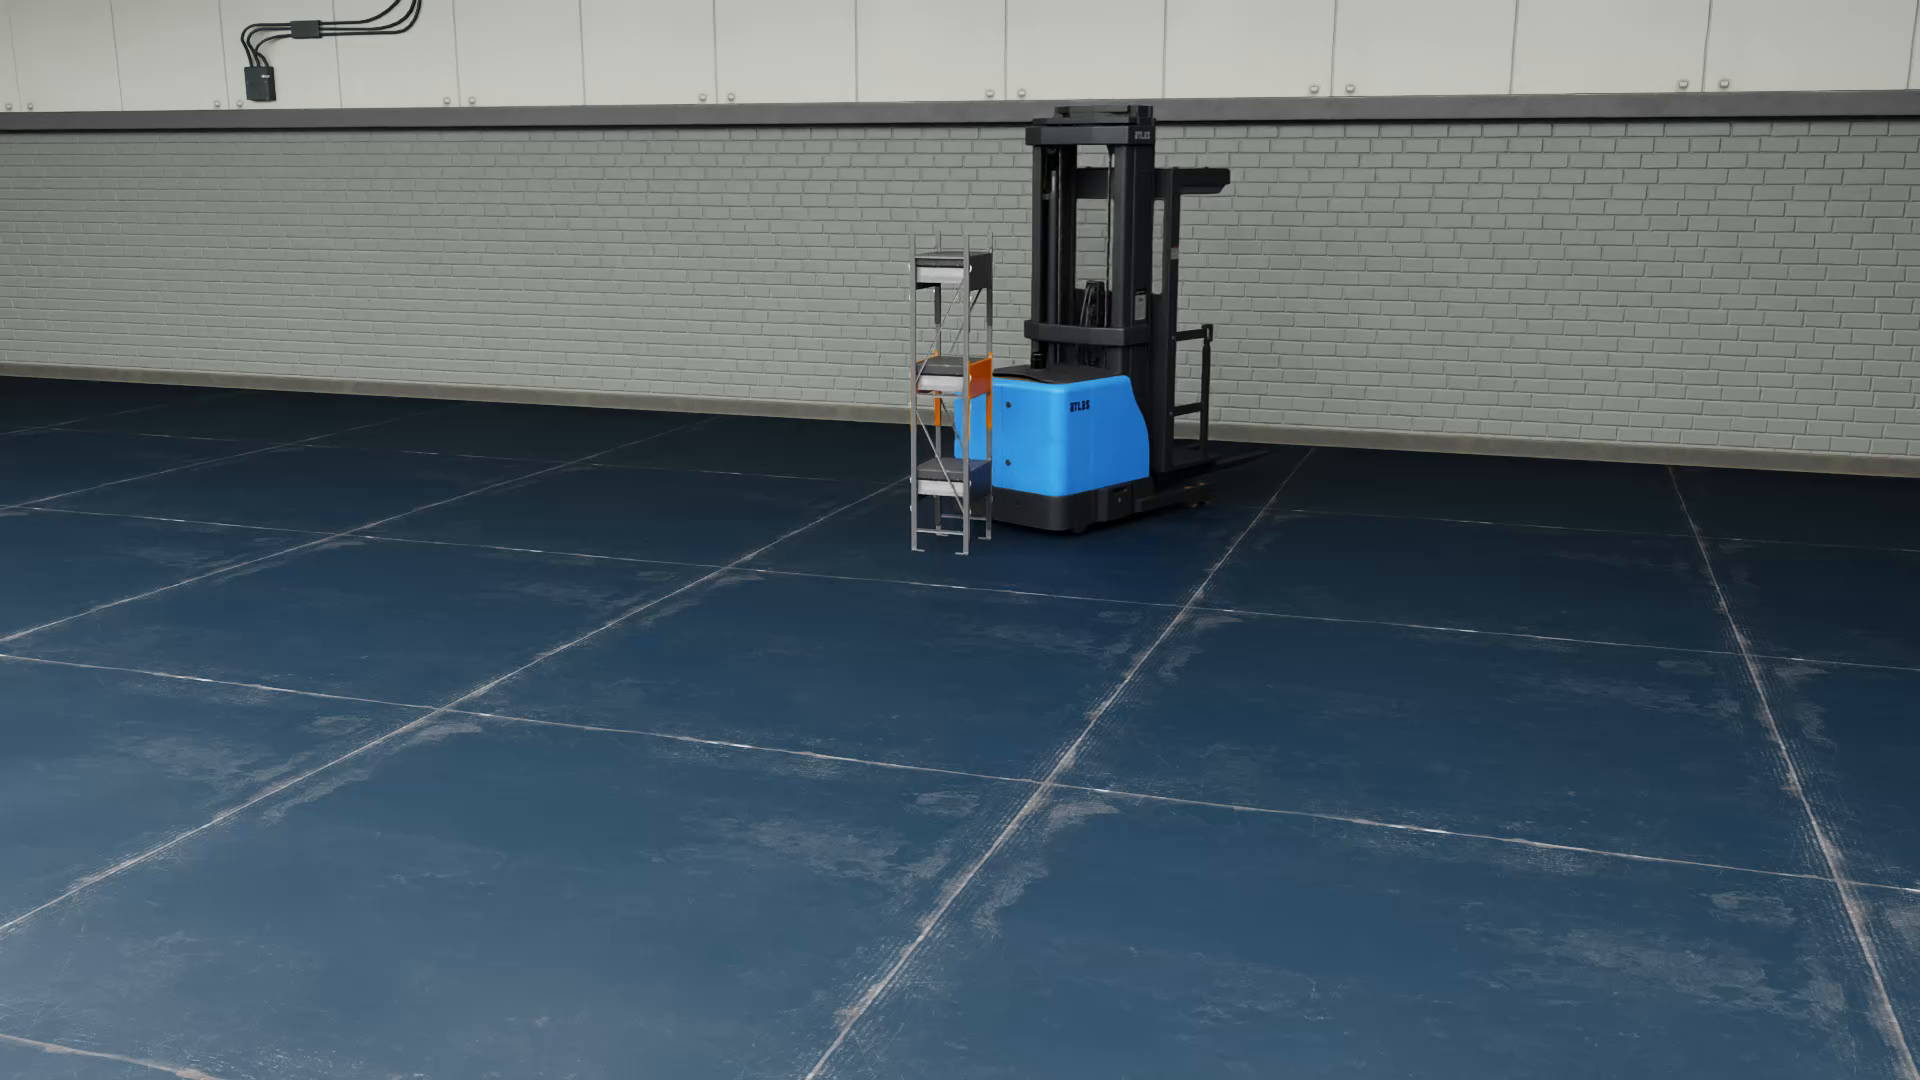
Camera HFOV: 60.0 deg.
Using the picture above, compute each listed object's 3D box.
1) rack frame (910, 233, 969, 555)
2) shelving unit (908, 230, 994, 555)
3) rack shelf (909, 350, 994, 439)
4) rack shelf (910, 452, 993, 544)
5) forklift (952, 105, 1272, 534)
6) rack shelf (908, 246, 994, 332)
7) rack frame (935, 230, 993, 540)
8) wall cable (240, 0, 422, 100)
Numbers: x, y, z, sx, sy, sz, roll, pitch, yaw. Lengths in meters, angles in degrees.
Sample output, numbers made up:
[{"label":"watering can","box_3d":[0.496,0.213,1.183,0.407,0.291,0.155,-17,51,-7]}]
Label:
[{"label":"rack frame","box_3d":[-0.133,-0.937,10.876,0.400,2.100,0.015,4,14,18]},{"label":"shelving unit","box_3d":[-0.054,-0.989,11.102,0.431,2.100,0.503,4,14,18]},{"label":"rack shelf","box_3d":[-0.054,-0.976,11.105,0.431,0.518,0.480,4,14,18]},{"label":"rack shelf","box_3d":[-0.054,-0.293,11.260,0.431,0.518,0.480,4,14,18]},{"label":"forklift","box_3d":[1.303,-1.738,12.517,1.130,2.935,3.031,11,17,41]},{"label":"rack shelf","box_3d":[-0.054,-1.658,10.949,0.431,0.518,0.480,4,14,18]},{"label":"rack frame","box_3d":[0.025,-1.040,11.327,0.400,2.100,0.015,4,14,18]},{"label":"wall cable","box_3d":[-6.690,-7.657,17.170,2.305,6.003,0.169,4,14,18]}]
